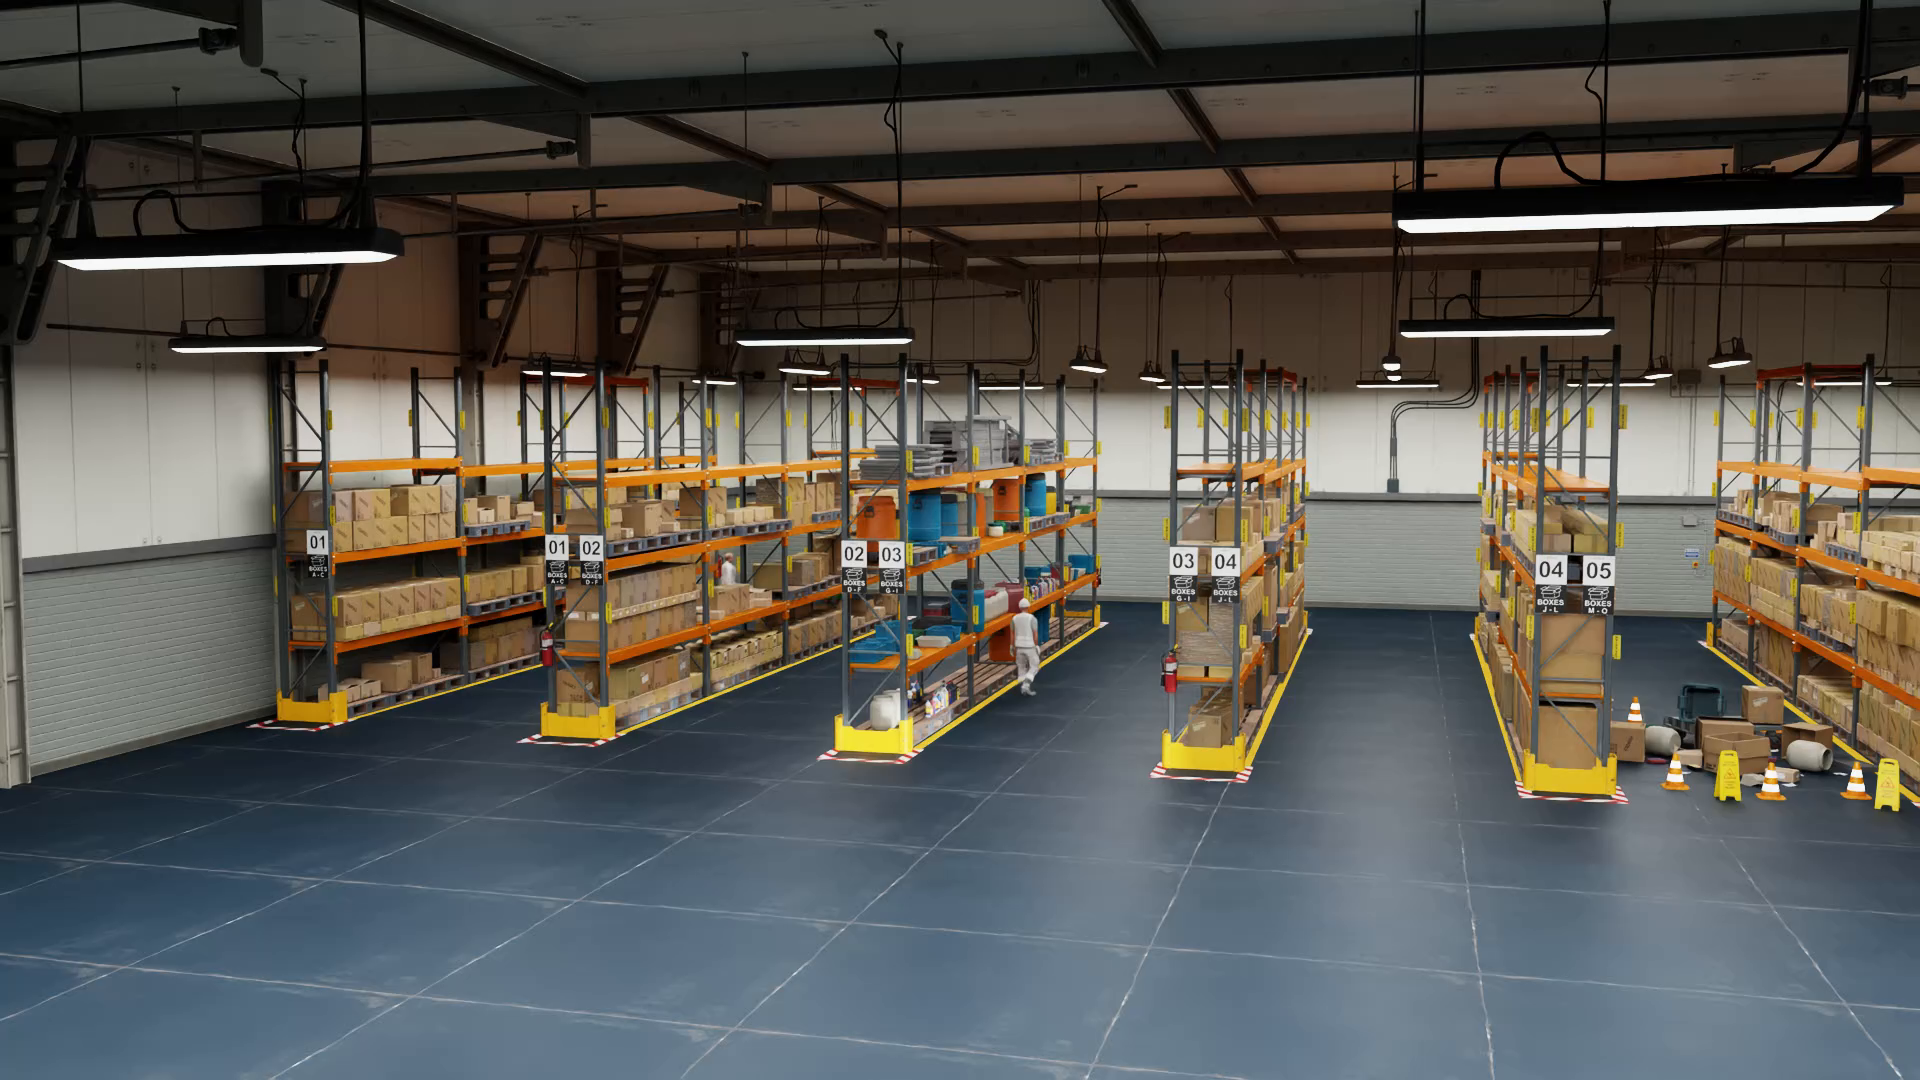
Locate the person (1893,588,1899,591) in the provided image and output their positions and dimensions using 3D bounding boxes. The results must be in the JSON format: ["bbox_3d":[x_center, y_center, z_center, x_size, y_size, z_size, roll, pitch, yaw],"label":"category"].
[{"bbox_3d":[21.596,1.429,38.043,0.550,1.620,0.970,3,5,31],"label":"person"}]

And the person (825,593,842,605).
[{"bbox_3d":[-3.223,1.033,42.899,0.617,1.808,0.567,0,4,-1],"label":"person"}]

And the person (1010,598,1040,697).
[{"bbox_3d":[1.165,1.953,30.096,0.574,1.788,0.550,2,5,25],"label":"person"}]

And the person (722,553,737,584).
[{"bbox_3d":[-5.663,1.203,40.486,0.565,1.779,0.627,-2,4,-23],"label":"person"}]
